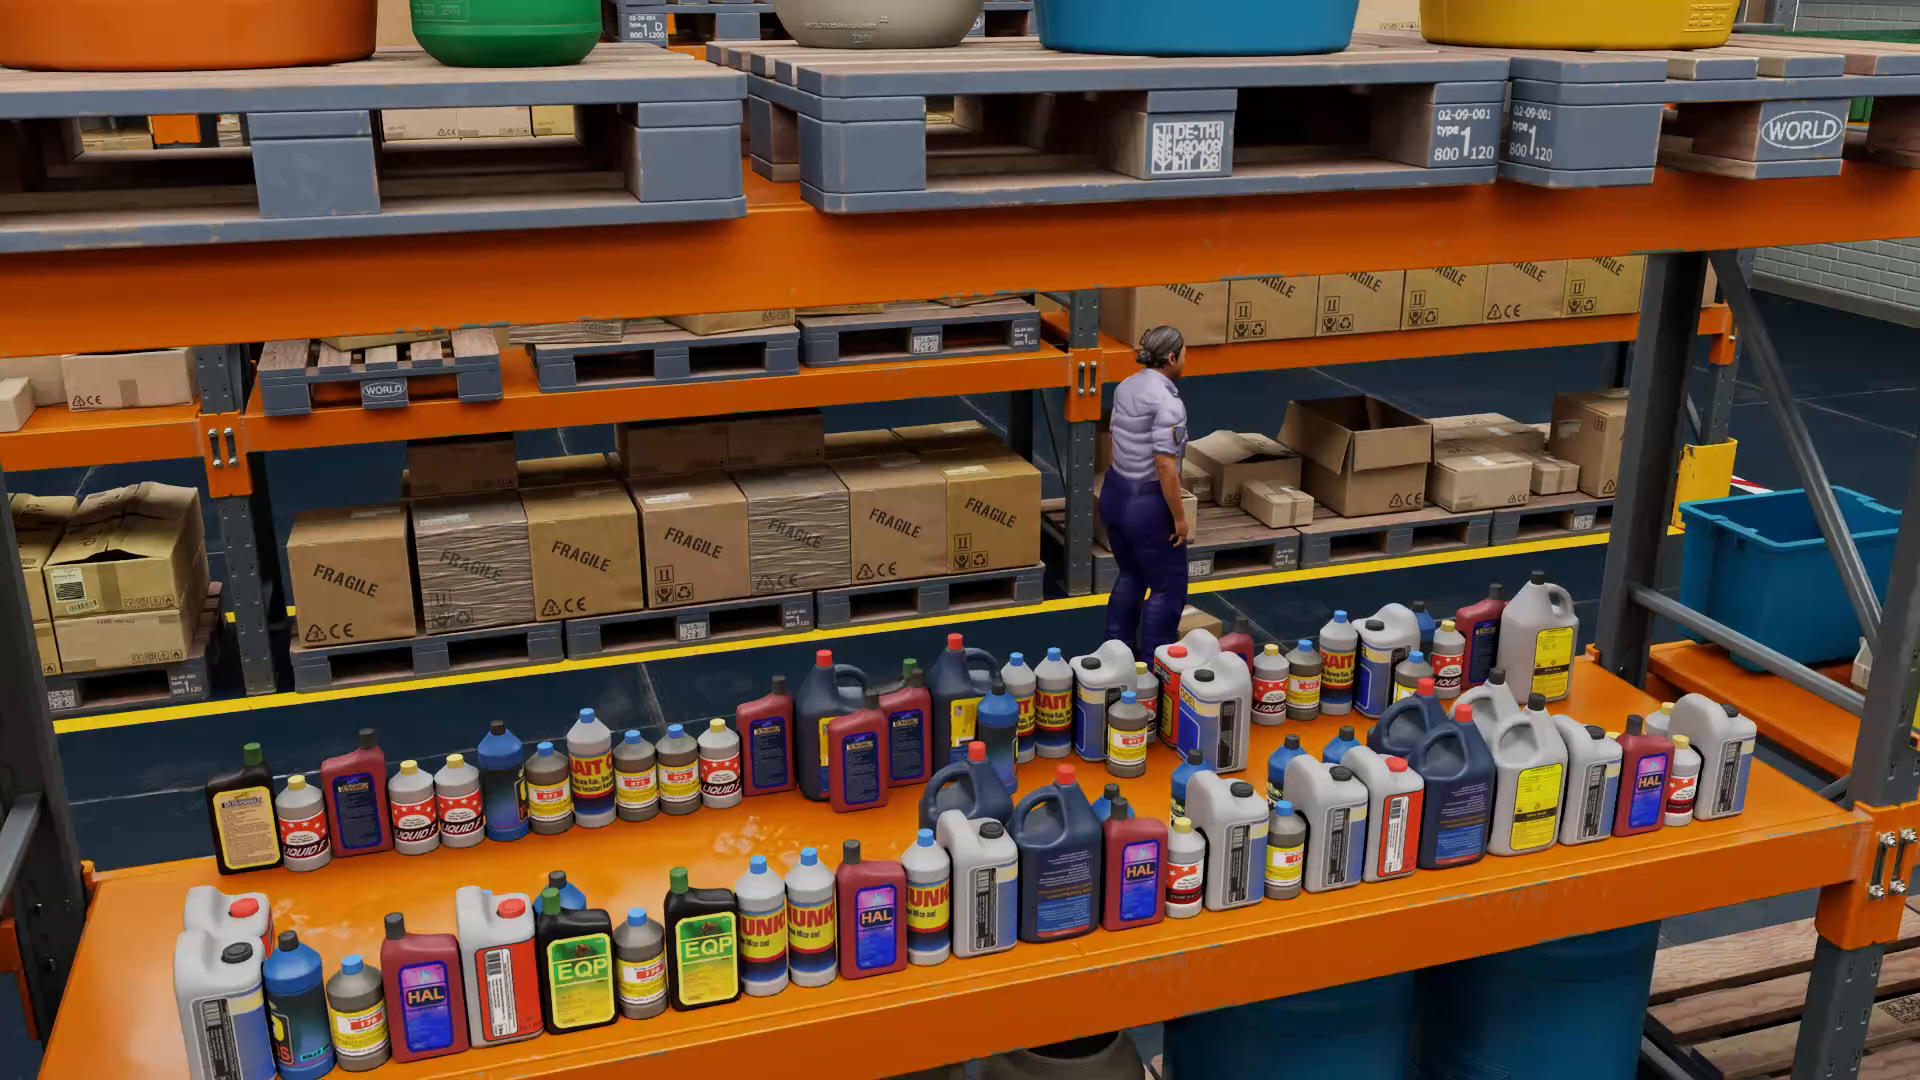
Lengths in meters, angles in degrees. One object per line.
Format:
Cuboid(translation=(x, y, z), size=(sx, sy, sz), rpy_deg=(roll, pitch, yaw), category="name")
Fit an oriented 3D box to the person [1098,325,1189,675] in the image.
Cuboid(translation=(0.847, -0.140, 7.478), size=(0.377, 1.652, 0.538), rpy_deg=(-9, 21, -24), category="person")
